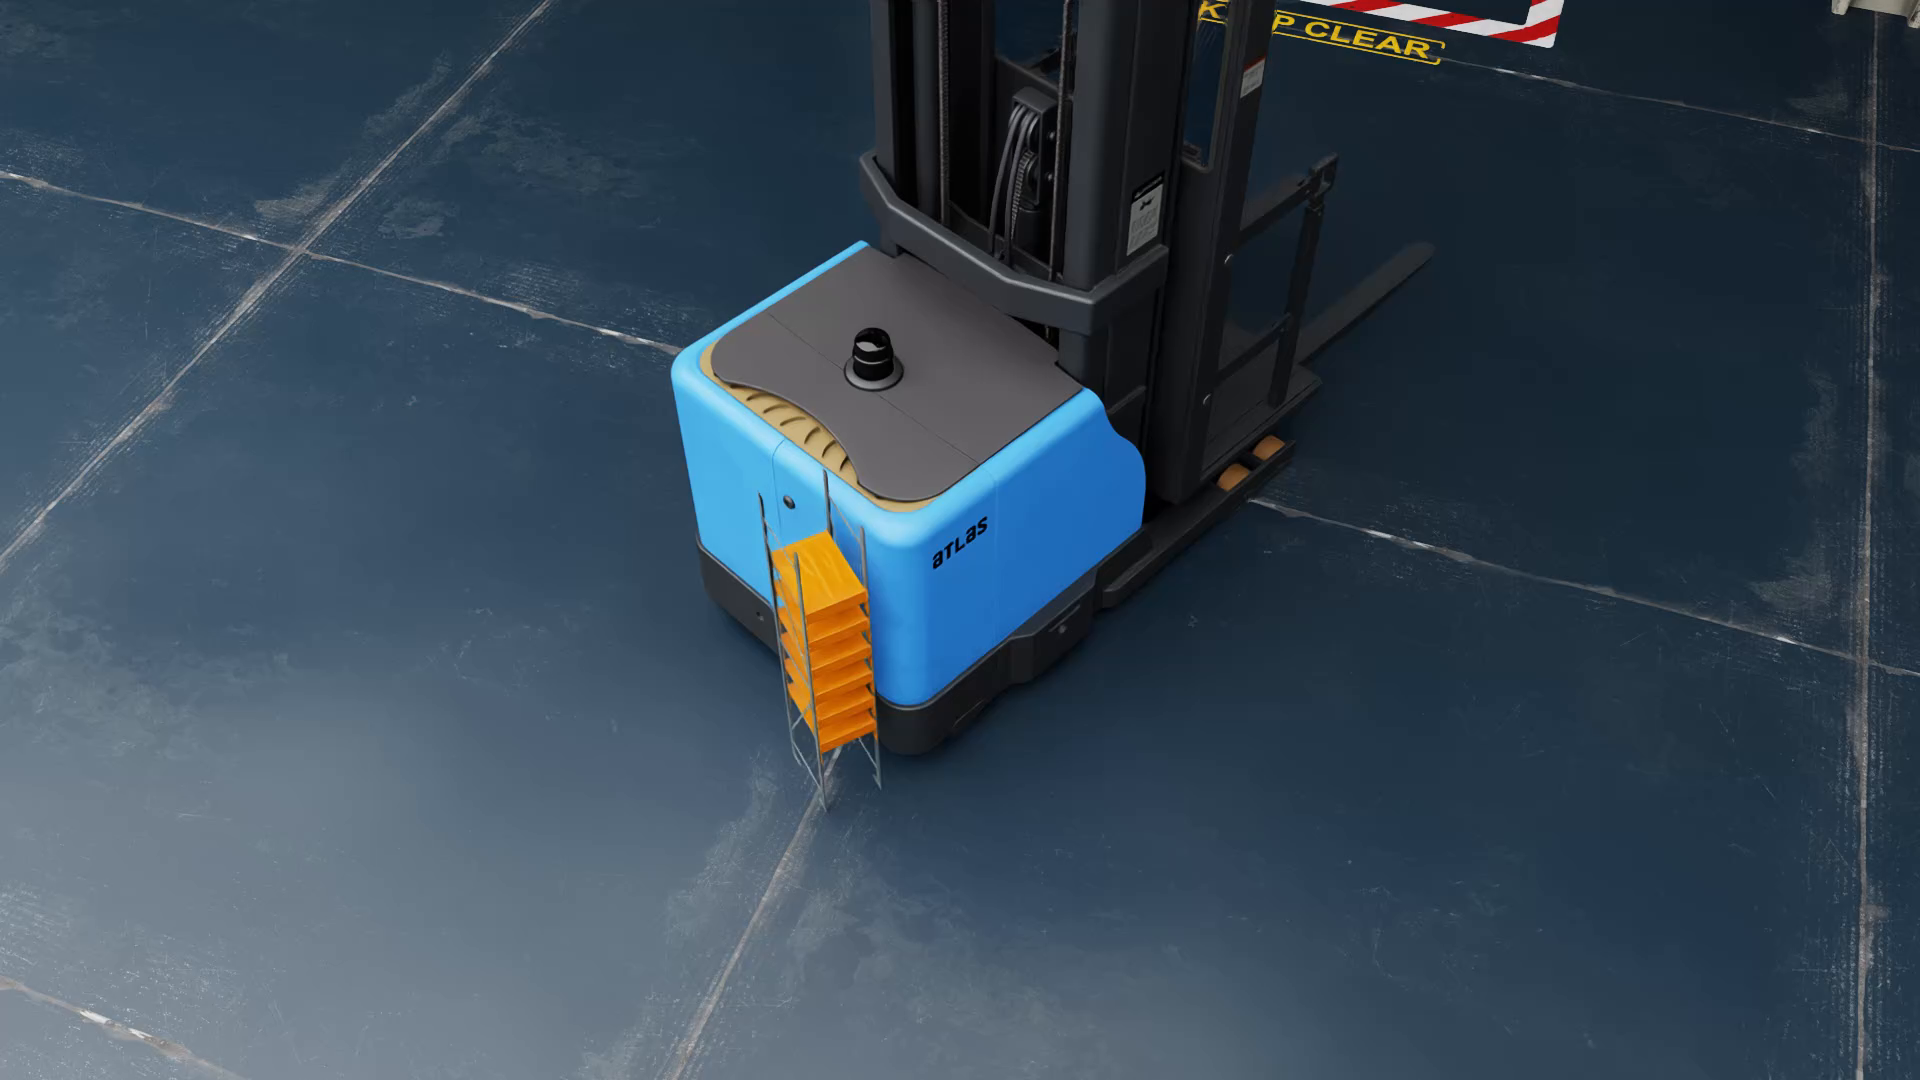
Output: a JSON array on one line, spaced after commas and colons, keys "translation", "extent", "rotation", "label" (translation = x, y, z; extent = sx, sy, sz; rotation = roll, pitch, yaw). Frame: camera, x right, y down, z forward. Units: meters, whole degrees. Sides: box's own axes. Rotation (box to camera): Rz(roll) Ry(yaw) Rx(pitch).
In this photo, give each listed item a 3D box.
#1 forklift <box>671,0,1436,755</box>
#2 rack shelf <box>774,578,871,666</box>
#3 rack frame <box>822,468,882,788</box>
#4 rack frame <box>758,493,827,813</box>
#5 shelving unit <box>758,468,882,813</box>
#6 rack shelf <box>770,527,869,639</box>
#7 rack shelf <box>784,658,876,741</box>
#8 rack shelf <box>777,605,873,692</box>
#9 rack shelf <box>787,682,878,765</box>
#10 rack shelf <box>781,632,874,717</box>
[{"translation": [0.543, -1.312, 4.948], "extent": [1.130, 2.935, 3.031], "rotation": [37, 58, 27], "label": "forklift"}, {"translation": [-0.380, 0.191, 4.531], "extent": [0.180, 0.103, 0.258], "rotation": [-22, 53, -18], "label": "rack shelf"}, {"translation": [-0.299, 0.287, 4.707], "extent": [0.006, 1.200, 0.240], "rotation": [-22, 53, -18], "label": "rack frame"}, {"translation": [-0.461, 0.352, 4.651], "extent": [0.006, 1.200, 0.240], "rotation": [-22, 53, -18], "label": "rack frame"}, {"translation": [-0.380, 0.319, 4.679], "extent": [0.189, 1.200, 0.258], "rotation": [-22, 53, -18], "label": "shelving unit"}, {"translation": [-0.380, 0.113, 4.441], "extent": [0.180, 0.103, 0.258], "rotation": [-22, 53, -18], "label": "rack shelf"}, {"translation": [-0.380, 0.427, 4.803], "extent": [0.180, 0.103, 0.258], "rotation": [-22, 53, -18], "label": "rack shelf"}, {"translation": [-0.380, 0.270, 4.622], "extent": [0.180, 0.103, 0.258], "rotation": [-22, 53, -18], "label": "rack shelf"}, {"translation": [-0.380, 0.506, 4.894], "extent": [0.180, 0.103, 0.258], "rotation": [-22, 53, -18], "label": "rack shelf"}, {"translation": [-0.380, 0.349, 4.713], "extent": [0.180, 0.103, 0.258], "rotation": [-22, 53, -18], "label": "rack shelf"}]
